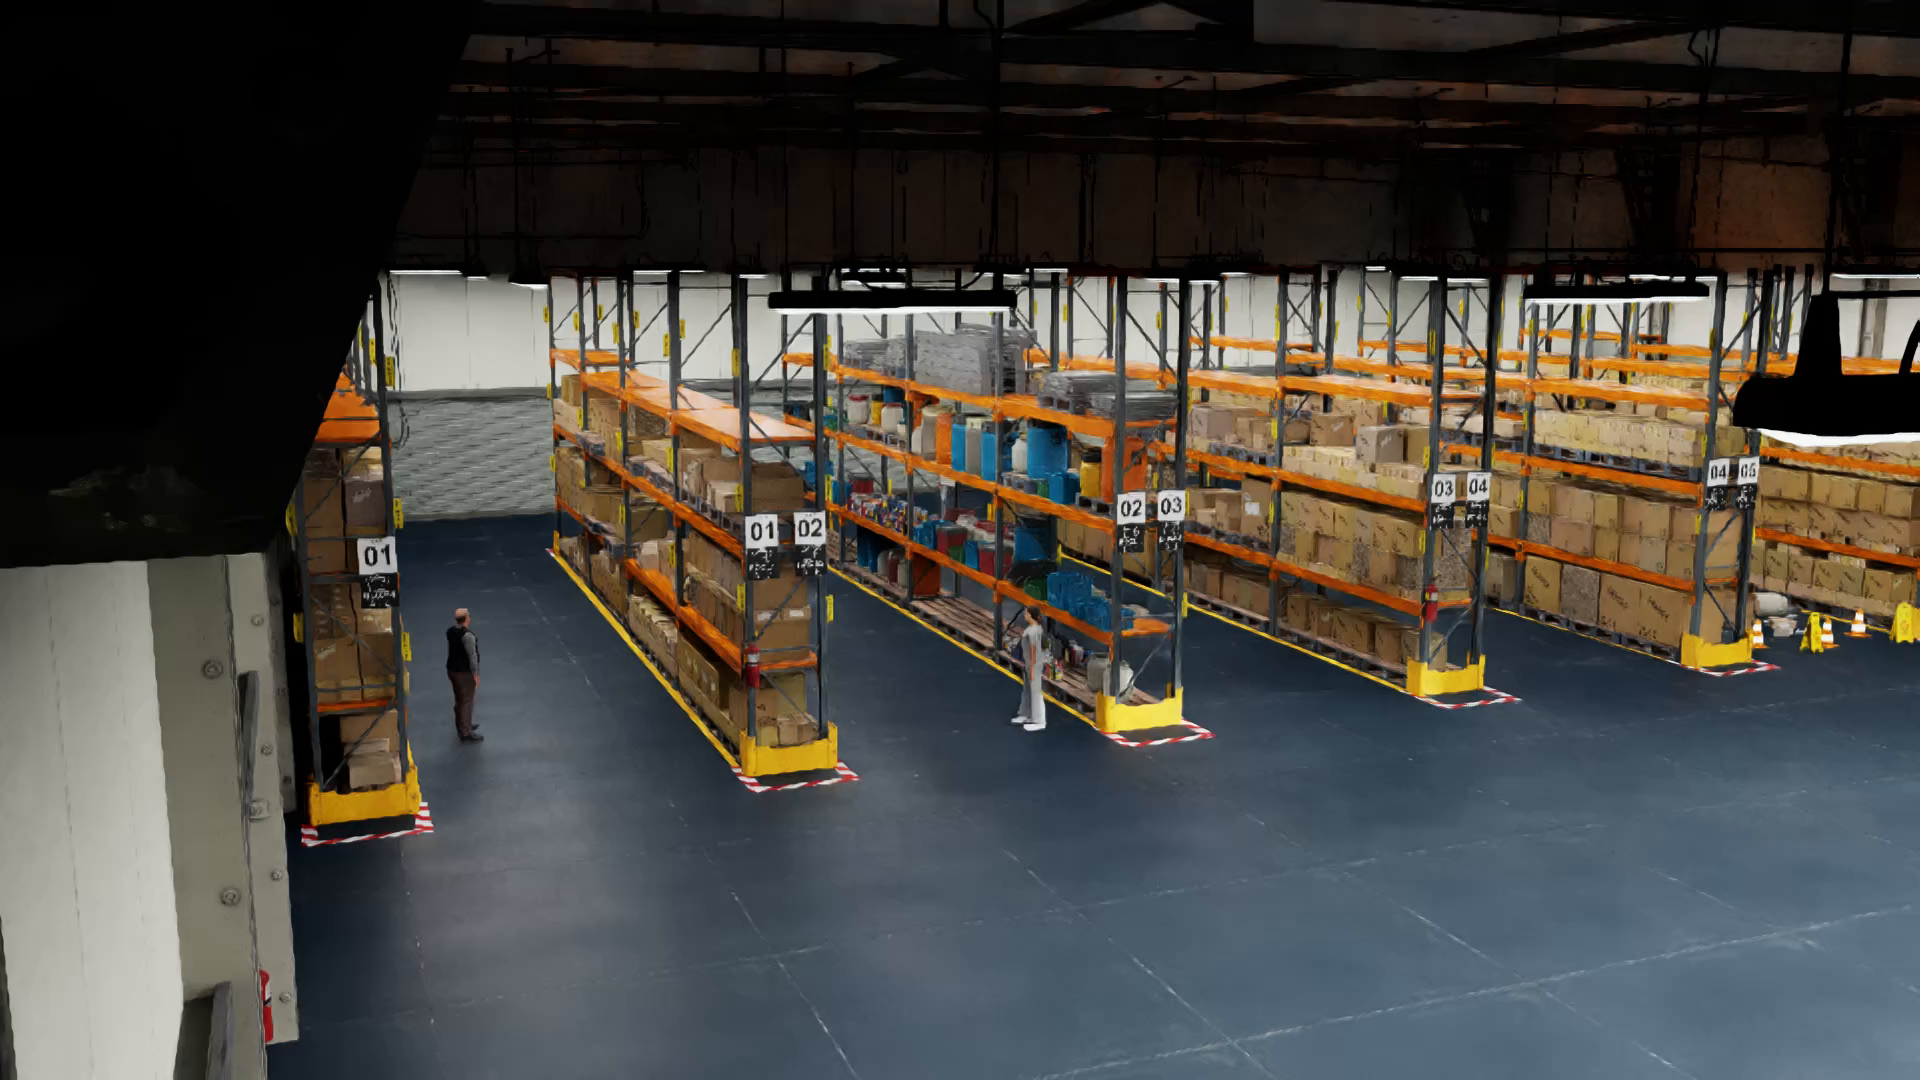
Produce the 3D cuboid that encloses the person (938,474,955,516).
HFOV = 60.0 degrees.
[{"bbox_3d":[-0.243,-1.355,39.480,0.572,1.721,0.954,0,10,-1],"label":"person"}]

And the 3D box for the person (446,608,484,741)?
[{"bbox_3d":[-6.433,1.724,21.701,0.598,1.731,0.462,9,13,41],"label":"person"}]

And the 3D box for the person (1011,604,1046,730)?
[{"bbox_3d":[0.924,1.671,22.167,0.482,1.674,0.486,1,10,6],"label":"person"}]
